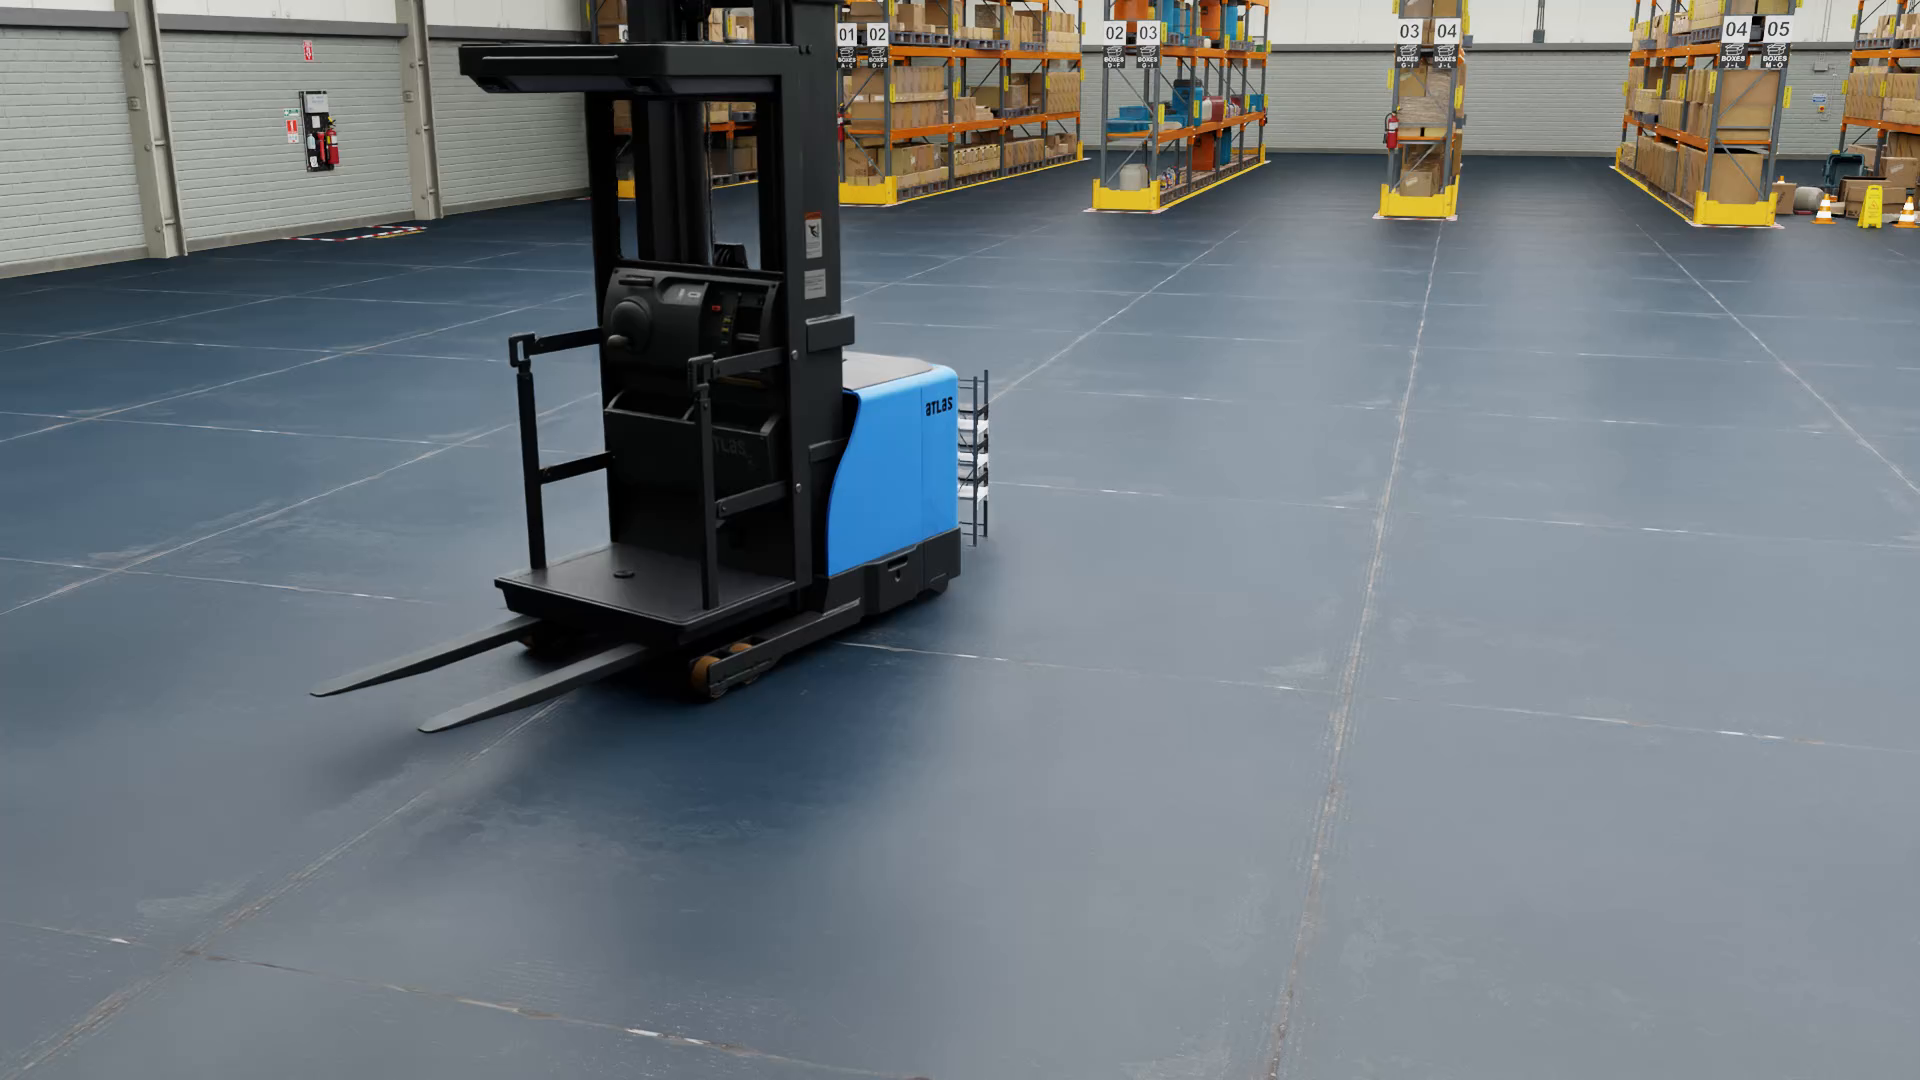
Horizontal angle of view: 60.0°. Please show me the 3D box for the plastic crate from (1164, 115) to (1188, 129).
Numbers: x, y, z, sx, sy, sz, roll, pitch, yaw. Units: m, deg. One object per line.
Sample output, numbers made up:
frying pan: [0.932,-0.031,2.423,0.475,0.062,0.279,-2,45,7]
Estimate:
plastic crate: [4.070,-8.006,31.830,0.499,0.251,0.616,5,16,16]

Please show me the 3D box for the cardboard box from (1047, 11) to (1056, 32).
cardboard box: [2.029,-13.088,41.964,0.700,0.500,0.500,5,16,16]

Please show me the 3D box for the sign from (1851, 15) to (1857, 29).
sign: [21.254,-12.321,39.528,0.100,0.325,0.005,5,16,16]

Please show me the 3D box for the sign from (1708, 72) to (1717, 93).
sign: [11.947,-7.263,26.383,0.100,0.325,0.005,5,16,16]

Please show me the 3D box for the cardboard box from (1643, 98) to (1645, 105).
cardboard box: [14.805,-9.366,35.498,0.380,0.149,0.250,5,17,17]

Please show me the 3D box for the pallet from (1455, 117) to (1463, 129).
pallet: [9.230,-8.100,32.242,1.003,0.211,1.213,5,16,16]

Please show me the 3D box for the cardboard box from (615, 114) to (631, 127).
cardboard box: [-6.564,-8.185,32.426,0.500,0.250,0.500,5,17,17]

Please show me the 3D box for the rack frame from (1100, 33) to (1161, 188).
rack frame: [2.988,-7.342,29.216,1.000,3.000,0.127,5,16,16]

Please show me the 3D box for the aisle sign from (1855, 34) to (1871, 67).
aisle sign: [21.527,-11.667,39.701,0.394,0.787,0.004,5,16,16]

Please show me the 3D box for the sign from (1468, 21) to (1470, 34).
sign: [12.800,-12.929,41.939,0.100,0.325,0.005,5,16,16]

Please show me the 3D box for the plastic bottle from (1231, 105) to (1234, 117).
plastic bottle: [6.349,-10.066,39.047,0.152,0.276,0.135,5,16,16]

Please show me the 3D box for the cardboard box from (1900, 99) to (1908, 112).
cardboard box: [19.821,-9.003,34.431,0.500,0.250,0.500,4,16,14]

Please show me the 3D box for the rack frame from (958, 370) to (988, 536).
rack frame: [0.031,-0.462,8.808,0.240,0.900,0.006,5,16,16]

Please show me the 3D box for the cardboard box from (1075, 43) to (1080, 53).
cardboard box: [2.893,-13.129,44.397,0.500,0.250,0.500,5,16,16]

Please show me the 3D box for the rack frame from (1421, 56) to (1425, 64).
rack frame: [11.146,-10.097,38.930,1.000,3.000,0.127,5,16,16]

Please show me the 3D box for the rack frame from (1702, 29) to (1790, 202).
rack frame: [12.463,-6.546,26.412,1.000,3.000,0.127,5,16,16]

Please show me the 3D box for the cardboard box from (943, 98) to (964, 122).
cardboard box: [-0.240,-9.159,35.439,0.500,0.500,0.500,6,17,20]

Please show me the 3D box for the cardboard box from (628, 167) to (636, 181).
cardboard box: [-6.228,-7.202,32.845,0.500,0.311,0.500,3,16,10]

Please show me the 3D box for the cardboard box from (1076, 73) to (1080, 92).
cardboard box: [2.924,-12.304,44.696,0.500,0.500,0.500,4,16,15]

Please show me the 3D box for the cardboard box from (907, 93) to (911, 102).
cardboard box: [-1.151,-8.443,31.727,0.380,0.149,0.250,4,16,14]

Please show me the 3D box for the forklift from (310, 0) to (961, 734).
forklift: [-1.241,-0.929,6.734,1.130,2.935,3.031,11,19,33]

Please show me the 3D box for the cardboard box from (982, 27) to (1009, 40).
cardboard box: [0.605,-11.428,37.941,0.910,0.500,0.500,5,16,16]

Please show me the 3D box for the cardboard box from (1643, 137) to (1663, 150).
cardboard box: [15.112,-8.601,36.092,0.500,0.250,0.500,5,17,18]

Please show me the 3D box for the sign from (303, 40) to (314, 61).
sign: [-9.683,-7.268,24.707,0.001,0.298,0.199,5,16,16]

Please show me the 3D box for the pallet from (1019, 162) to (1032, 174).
pallet: [1.110,-8.989,40.133,1.003,0.211,1.213,5,16,16]

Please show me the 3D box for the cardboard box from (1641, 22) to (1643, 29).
cardboard box: [16.095,-12.000,38.772,0.380,0.149,0.250,4,16,15]

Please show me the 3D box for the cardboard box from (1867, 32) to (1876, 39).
cardboard box: [21.255,-11.680,38.524,0.380,0.149,0.250,5,17,18]

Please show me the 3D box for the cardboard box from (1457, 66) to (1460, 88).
cardboard box: [8.303,-7.883,28.563,0.500,0.500,0.500,5,16,16]

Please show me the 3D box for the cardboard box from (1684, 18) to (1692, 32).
cardboard box: [13.740,-9.554,30.841,0.500,0.250,0.500,4,16,15]

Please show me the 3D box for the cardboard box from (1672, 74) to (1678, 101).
cardboard box: [14.457,-8.919,32.763,0.700,0.500,0.500,4,16,15]

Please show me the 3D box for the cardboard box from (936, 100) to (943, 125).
cardboard box: [-0.744,-8.705,33.838,0.700,0.500,0.500,4,16,14]

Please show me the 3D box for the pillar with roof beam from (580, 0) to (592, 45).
pillar with roof beam: [-3.014,-10.912,30.811,9.100,9.000,0.400,5,16,16]

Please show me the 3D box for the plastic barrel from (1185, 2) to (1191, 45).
plastic barrel: [4.432,-10.564,34.163,0.600,0.901,0.708,5,16,16]

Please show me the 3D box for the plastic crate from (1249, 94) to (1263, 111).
plastic crate: [7.618,-11.471,43.601,0.616,0.435,0.499,5,16,16]

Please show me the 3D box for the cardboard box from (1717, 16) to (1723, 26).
cardboard box: [12.233,-8.232,26.366,0.380,0.149,0.250,5,16,16]

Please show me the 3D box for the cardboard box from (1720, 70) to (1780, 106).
cardboard box: [12.606,-7.232,26.576,0.875,0.550,0.550,5,16,16]

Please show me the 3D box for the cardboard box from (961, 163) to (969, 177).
cardboard box: [-0.125,-7.872,35.356,0.500,0.250,0.500,5,17,17]

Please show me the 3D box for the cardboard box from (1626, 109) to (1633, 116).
cardboard box: [16.443,-10.416,40.516,0.380,0.149,0.250,4,16,14]

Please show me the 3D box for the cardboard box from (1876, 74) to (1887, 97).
cardboard box: [20.517,-10.002,36.581,0.500,0.500,0.500,4,16,15]

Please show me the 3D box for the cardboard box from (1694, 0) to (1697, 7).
cardboard box: [13.170,-9.480,29.304,0.380,0.149,0.250,5,17,16]

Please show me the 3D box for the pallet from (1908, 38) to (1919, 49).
pallet: [19.958,-10.100,33.788,1.003,0.211,1.213,5,17,18]

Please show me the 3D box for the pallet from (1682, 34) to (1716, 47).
pallet: [13.813,-9.188,30.578,0.805,0.209,1.217,4,16,14]

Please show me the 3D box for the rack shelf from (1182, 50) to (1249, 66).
rack shelf: [5.829,-11.055,38.128,1.077,0.370,4.000,5,16,16]

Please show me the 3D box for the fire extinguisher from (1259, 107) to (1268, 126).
fire extinguisher: [8.013,-11.315,44.050,0.296,0.674,0.183,5,16,16]

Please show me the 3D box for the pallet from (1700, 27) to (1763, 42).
pallet: [13.009,-8.462,27.831,1.003,0.211,1.213,5,16,16]

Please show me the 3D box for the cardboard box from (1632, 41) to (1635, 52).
cardboard box: [16.637,-12.006,40.437,0.500,0.250,0.500,5,17,18]

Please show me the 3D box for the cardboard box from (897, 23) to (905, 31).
cardboard box: [-1.257,-9.612,31.159,0.380,0.149,0.250,5,16,16]

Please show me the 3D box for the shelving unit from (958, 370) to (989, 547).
shelving unit: [0.002,-0.435,8.714,0.258,0.900,0.210,5,16,16]

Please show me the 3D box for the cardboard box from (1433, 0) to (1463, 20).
cardboard box: [8.417,-9.200,28.625,0.500,0.500,0.500,5,16,16]

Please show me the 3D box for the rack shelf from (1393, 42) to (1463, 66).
rack shelf: [8.305,-8.578,29.395,1.077,0.370,4.000,5,16,16]

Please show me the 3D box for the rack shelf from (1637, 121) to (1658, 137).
rack shelf: [15.305,-8.817,35.734,1.077,0.370,4.000,5,16,16]

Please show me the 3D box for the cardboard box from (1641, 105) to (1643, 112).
cardboard box: [14.880,-9.292,35.783,0.380,0.149,0.250,4,16,13]

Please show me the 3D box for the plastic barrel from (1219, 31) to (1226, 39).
plastic barrel: [5.783,-11.264,37.064,0.294,0.245,0.294,0,16,0]

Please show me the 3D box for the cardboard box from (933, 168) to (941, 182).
cardboard box: [-0.698,-7.384,33.635,0.500,0.250,0.500,5,16,16]
